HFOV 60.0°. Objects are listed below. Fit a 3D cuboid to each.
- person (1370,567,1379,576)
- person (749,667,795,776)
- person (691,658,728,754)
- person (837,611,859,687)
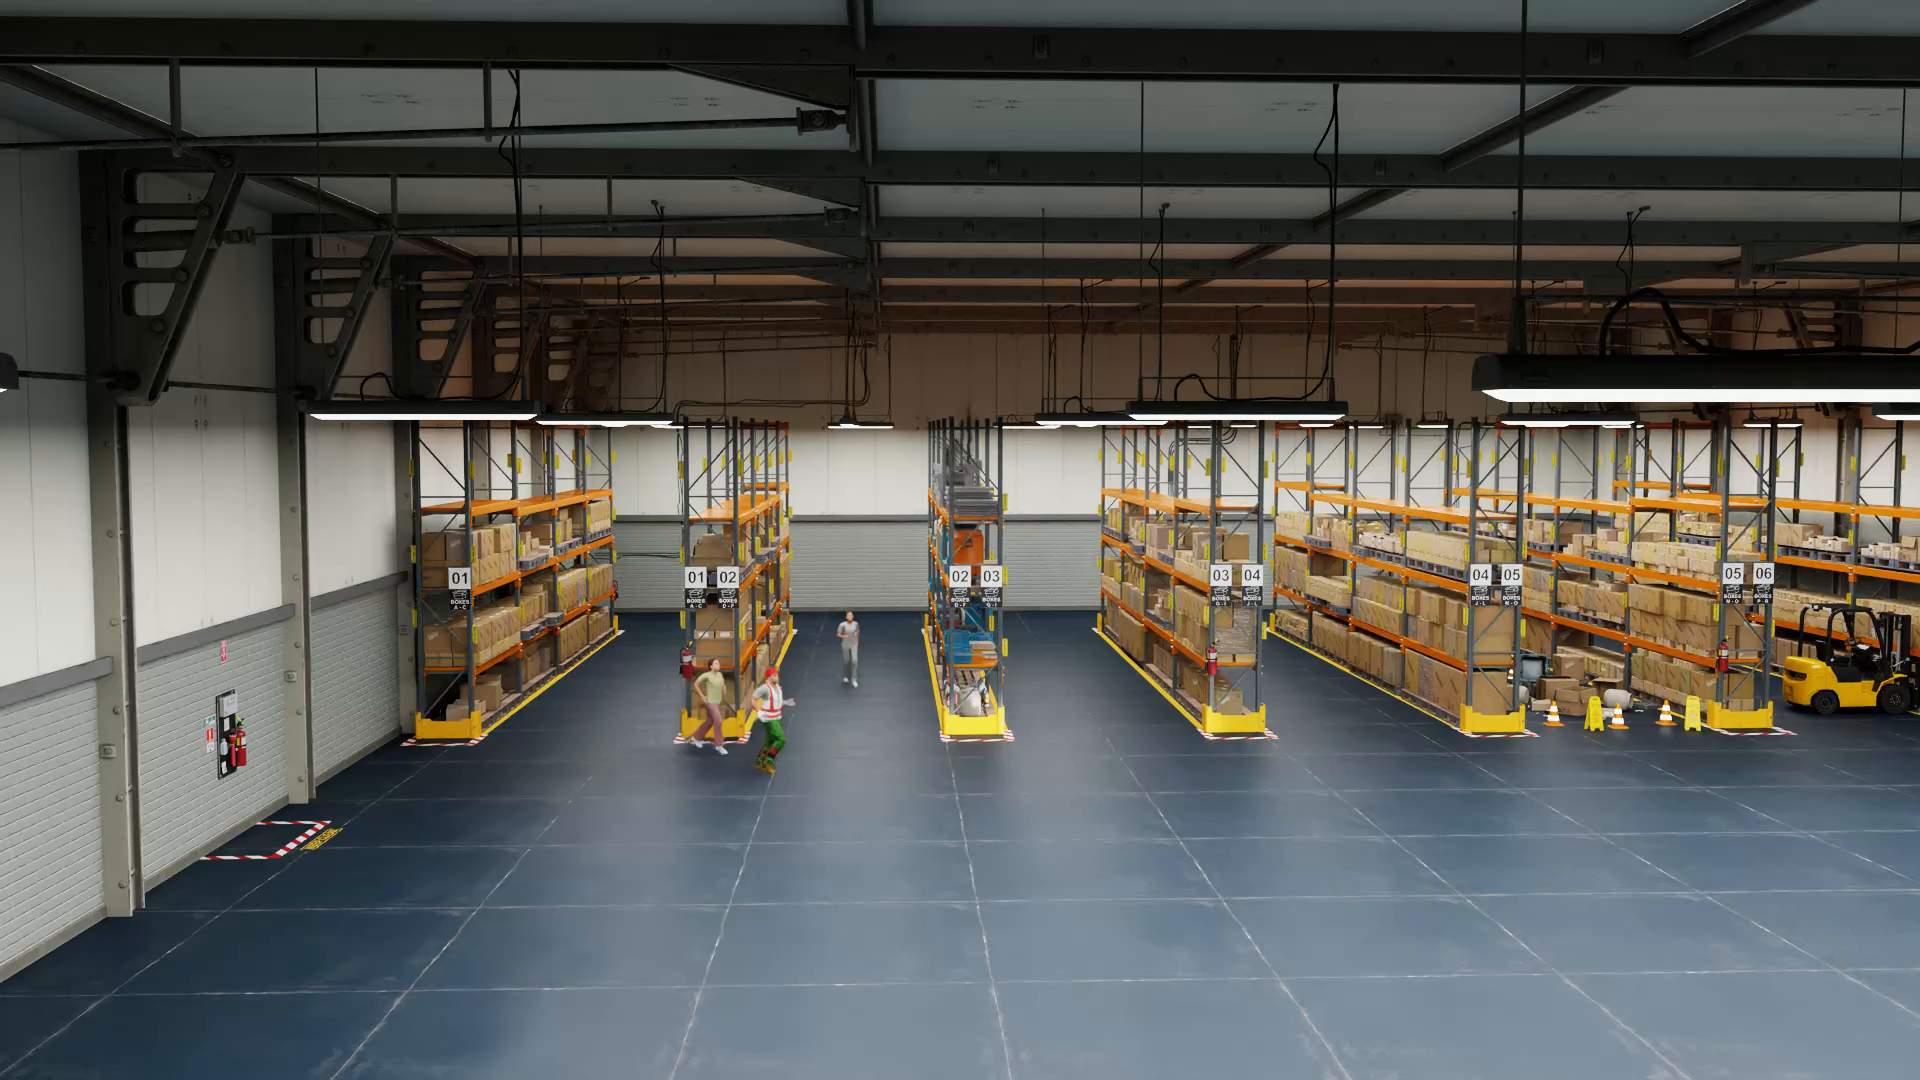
[{"bbox_3d":[12.283,1.656,49.190,0.711,1.744,0.738,0,4,3],"label":"person"},{"bbox_3d":[-3.117,3.028,27.822,0.706,1.803,0.620,1,4,20],"label":"person"},{"bbox_3d":[-4.434,2.934,29.722,0.875,1.689,0.584,2,4,28],"label":"person"},{"bbox_3d":[-2.520,2.438,37.575,0.552,1.710,0.774,-1,4,-15],"label":"person"}]
